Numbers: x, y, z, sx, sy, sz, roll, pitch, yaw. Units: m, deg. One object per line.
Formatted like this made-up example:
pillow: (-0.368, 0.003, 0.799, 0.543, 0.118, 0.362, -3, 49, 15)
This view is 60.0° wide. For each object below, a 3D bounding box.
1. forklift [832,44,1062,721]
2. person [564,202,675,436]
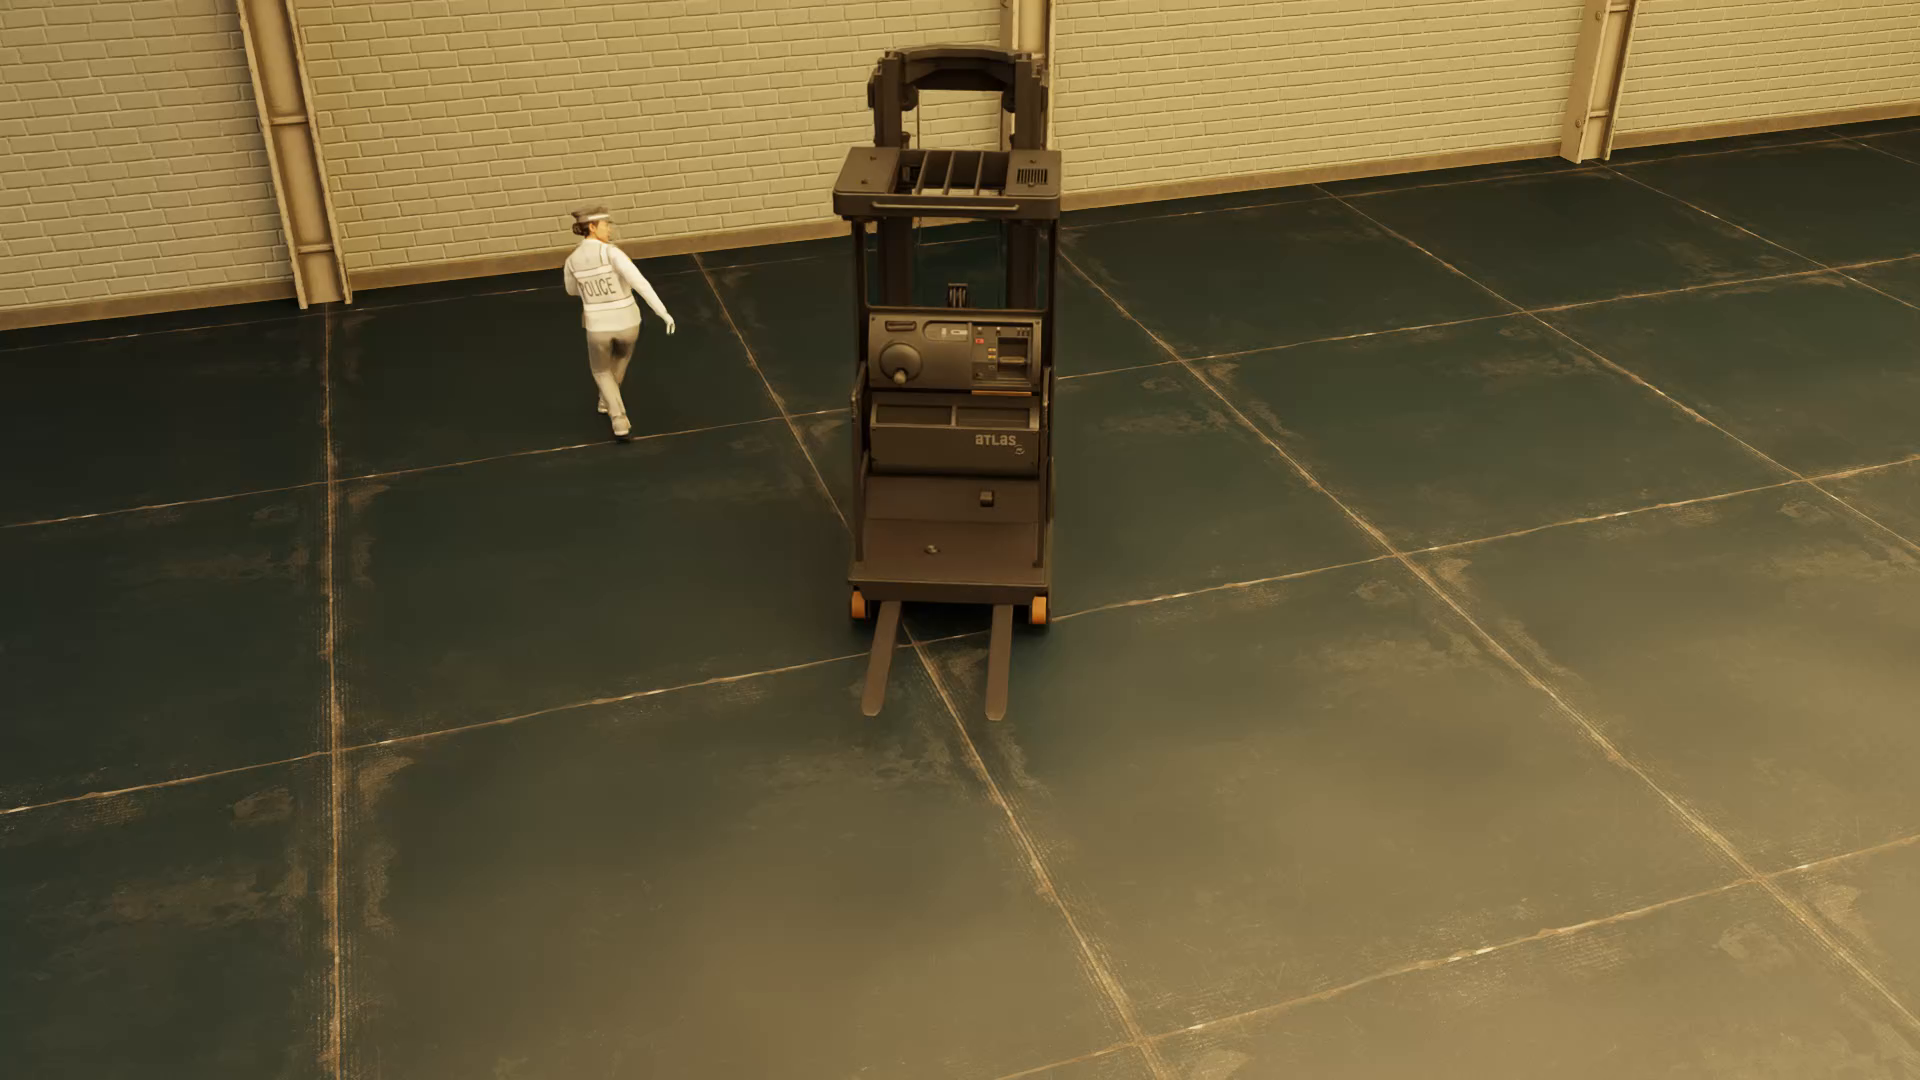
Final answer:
forklift: (-0.039, -0.967, 8.767, 1.130, 2.935, 3.031, 2, 30, 3)
person: (-2.256, -1.495, 11.104, 0.742, 1.563, 0.767, -2, 30, -3)
